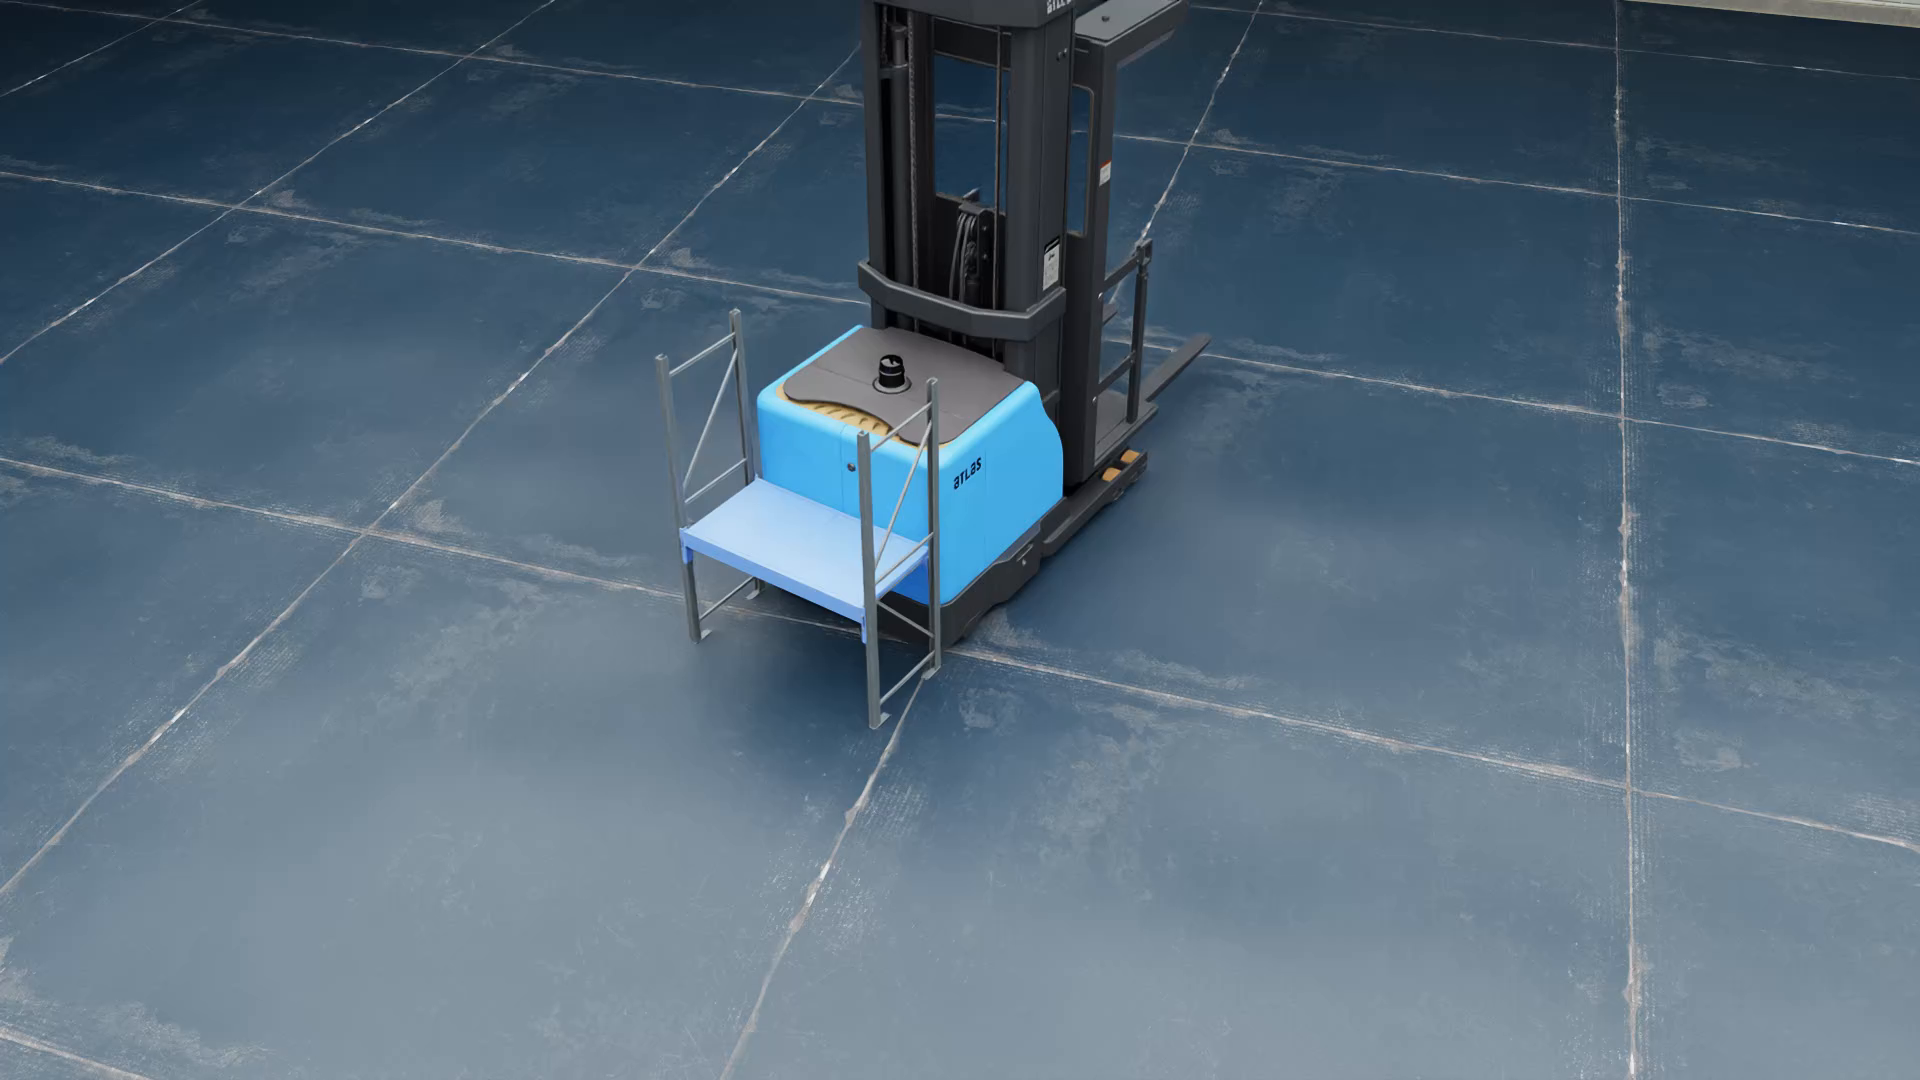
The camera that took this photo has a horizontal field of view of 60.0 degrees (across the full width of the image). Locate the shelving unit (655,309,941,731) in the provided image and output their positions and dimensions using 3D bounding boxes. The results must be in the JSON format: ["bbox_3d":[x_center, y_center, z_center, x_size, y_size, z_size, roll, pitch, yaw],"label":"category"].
[{"bbox_3d":[-0.659,-0.082,7.096,1.048,1.500,0.538,22,42,27],"label":"shelving unit"}]

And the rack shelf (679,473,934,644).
[{"bbox_3d":[-0.659,0.063,7.203,1.000,0.185,0.538,22,42,27],"label":"rack shelf"}]

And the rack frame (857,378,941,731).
[{"bbox_3d":[-0.238,0.087,6.867,0.032,1.500,0.500,22,42,27],"label":"rack frame"}]

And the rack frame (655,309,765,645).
[{"bbox_3d":[-1.081,-0.250,7.325,0.032,1.500,0.500,22,42,27],"label":"rack frame"}]

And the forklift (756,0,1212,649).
[{"bbox_3d":[0.318,-1.527,7.852,1.130,2.935,3.031,21,41,26],"label":"forklift"}]
